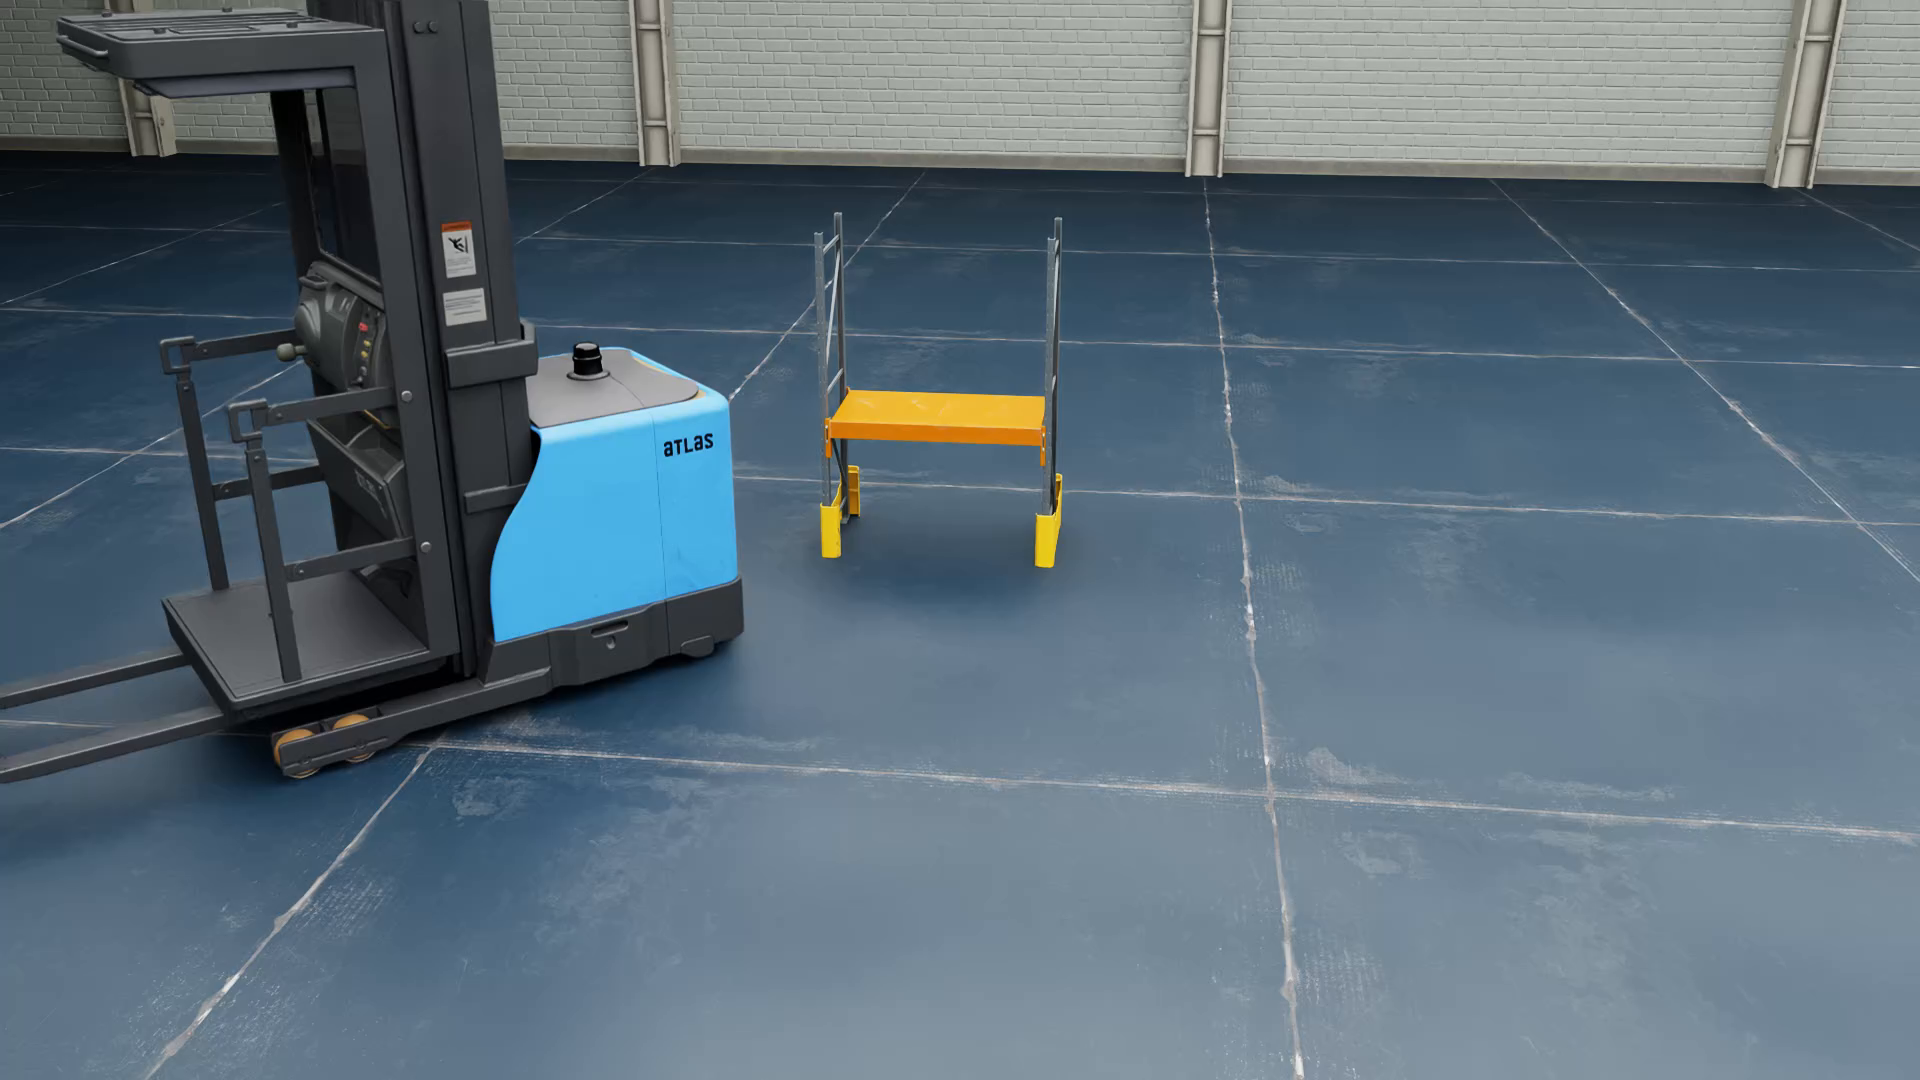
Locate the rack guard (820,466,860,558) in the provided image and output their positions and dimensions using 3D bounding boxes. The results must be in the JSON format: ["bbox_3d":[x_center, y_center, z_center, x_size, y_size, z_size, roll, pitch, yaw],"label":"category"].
[{"bbox_3d":[-0.570,-0.141,7.957,0.087,0.250,0.587,2,22,6],"label":"rack guard"}]

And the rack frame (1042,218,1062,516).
[{"bbox_3d":[0.420,-0.679,7.618,0.032,1.500,0.500,2,22,6],"label":"rack frame"}]

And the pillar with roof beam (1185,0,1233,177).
[{"bbox_3d":[2.113,-6.548,12.263,0.400,9.000,9.100,2,22,6],"label":"pillar with roof beam"}]

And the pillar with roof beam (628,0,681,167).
[{"bbox_3d":[-3.845,-6.808,12.919,0.400,9.000,9.100,2,22,6],"label":"pillar with roof beam"}]

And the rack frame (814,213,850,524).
[{"bbox_3d":[-0.590,-0.723,7.729,0.032,1.500,0.500,2,22,6],"label":"rack frame"}]

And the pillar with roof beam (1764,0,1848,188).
[{"bbox_3d":[8.072,-6.288,11.606,0.400,9.000,9.100,2,22,6],"label":"pillar with roof beam"}]

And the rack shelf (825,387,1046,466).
[{"bbox_3d":[-0.085,-0.534,7.740,1.000,0.185,0.538,2,22,6],"label":"rack shelf"}]

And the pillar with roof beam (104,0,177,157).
[{"bbox_3d":[-9.803,-7.067,13.576,0.400,9.000,9.100,2,22,6],"label":"pillar with roof beam"}]

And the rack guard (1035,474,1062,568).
[{"bbox_3d":[0.419,-0.098,7.848,0.087,0.250,0.587,2,22,6],"label":"rack guard"}]

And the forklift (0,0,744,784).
[{"bbox_3d":[-2.377,-0.749,5.848,3.031,2.935,1.130,-15,26,-33],"label":"forklift"}]

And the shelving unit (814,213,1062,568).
[{"bbox_3d":[-0.076,-0.701,7.672,1.083,1.500,0.587,2,22,6],"label":"shelving unit"}]
